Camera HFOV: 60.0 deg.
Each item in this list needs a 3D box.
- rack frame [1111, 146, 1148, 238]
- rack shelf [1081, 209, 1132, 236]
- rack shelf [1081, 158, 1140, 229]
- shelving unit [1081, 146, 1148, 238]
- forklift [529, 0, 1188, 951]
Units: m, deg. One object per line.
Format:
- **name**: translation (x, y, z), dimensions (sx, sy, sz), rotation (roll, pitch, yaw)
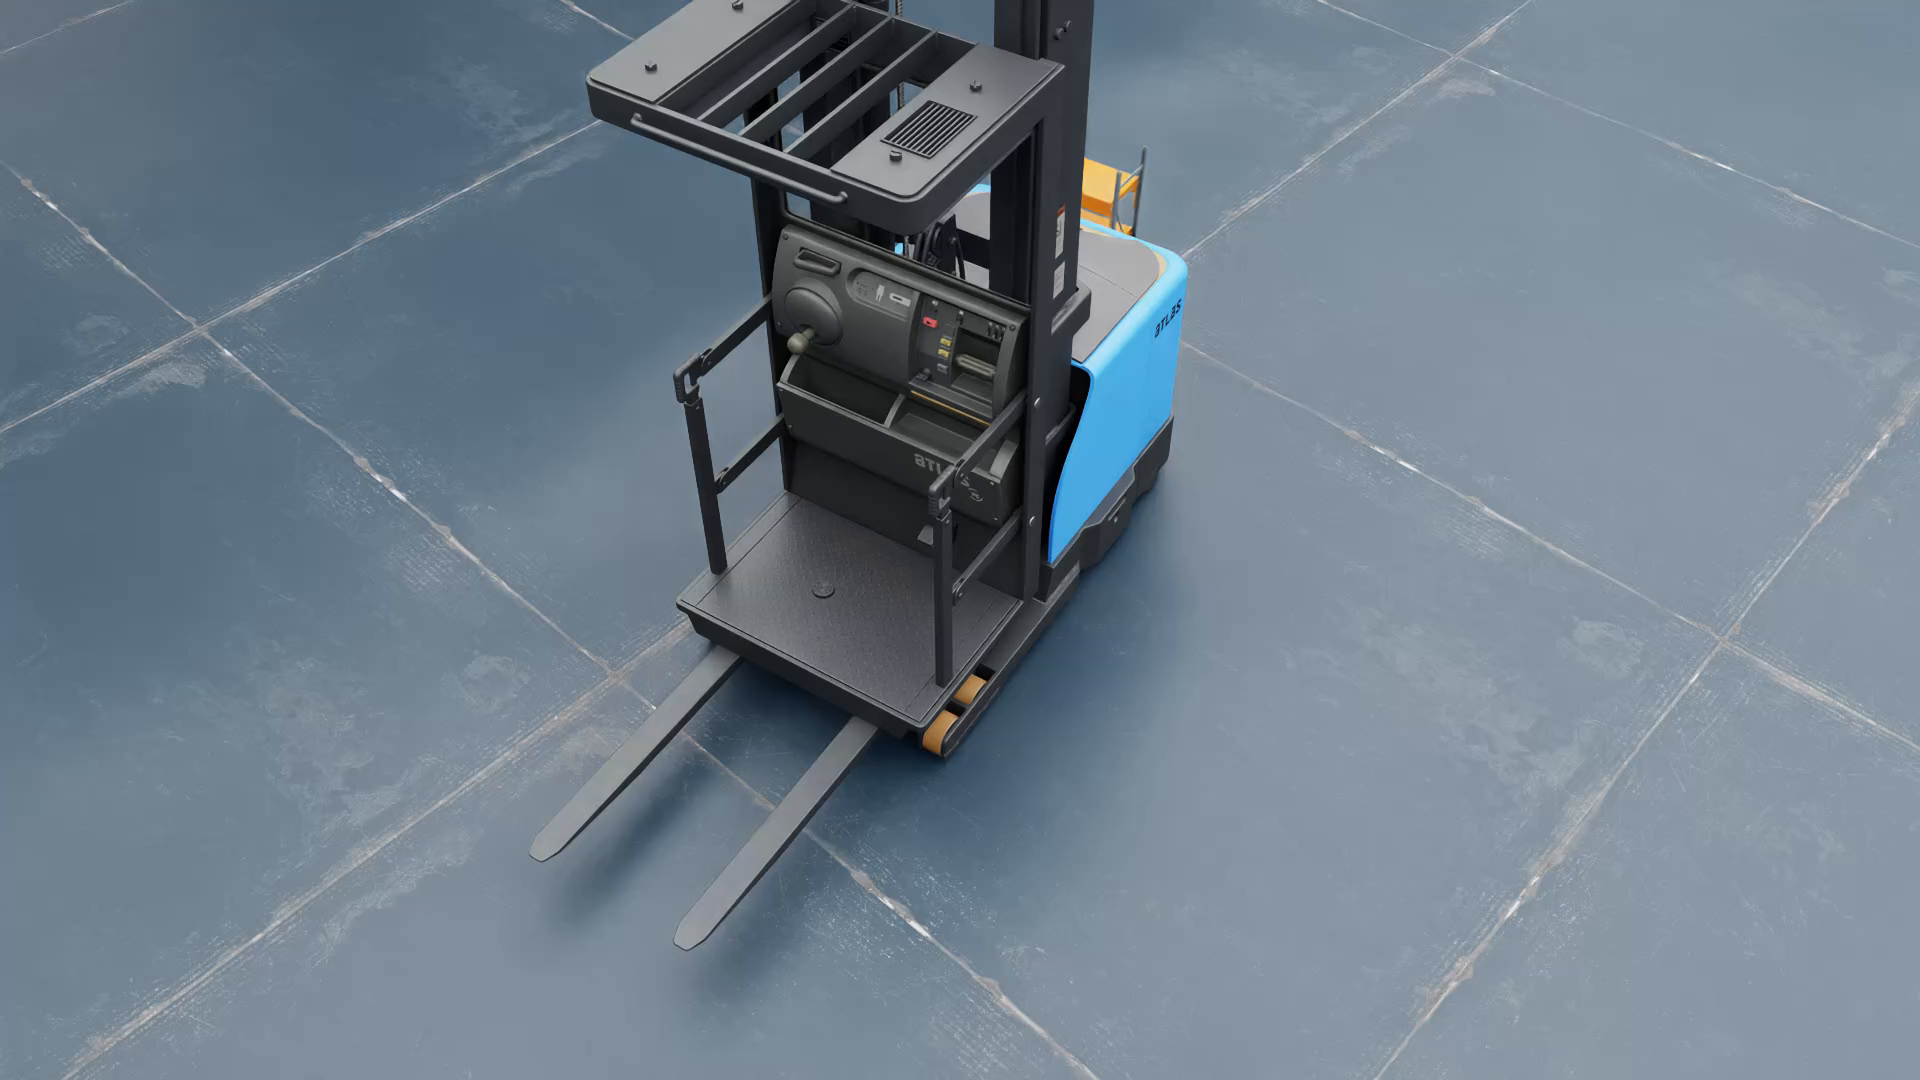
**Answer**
- **rack frame**: translation (0.650, -1.050, 6.901), dimensions (0.015, 1.200, 0.240), rotation (24, 47, 21)
- **rack shelf**: translation (0.449, -1.258, 6.882), dimensions (0.480, 0.148, 0.258), rotation (24, 47, 21)
- **rack shelf**: translation (0.458, -1.430, 6.720), dimensions (0.480, 0.148, 0.258), rotation (24, 47, 21)
- **shelving unit**: translation (0.443, -1.144, 6.989), dimensions (0.503, 1.200, 0.258), rotation (24, 47, 21)
- **forklift**: translation (-0.332, -0.620, 5.321), dimensions (1.130, 2.935, 3.031), rotation (25, 52, 21)
